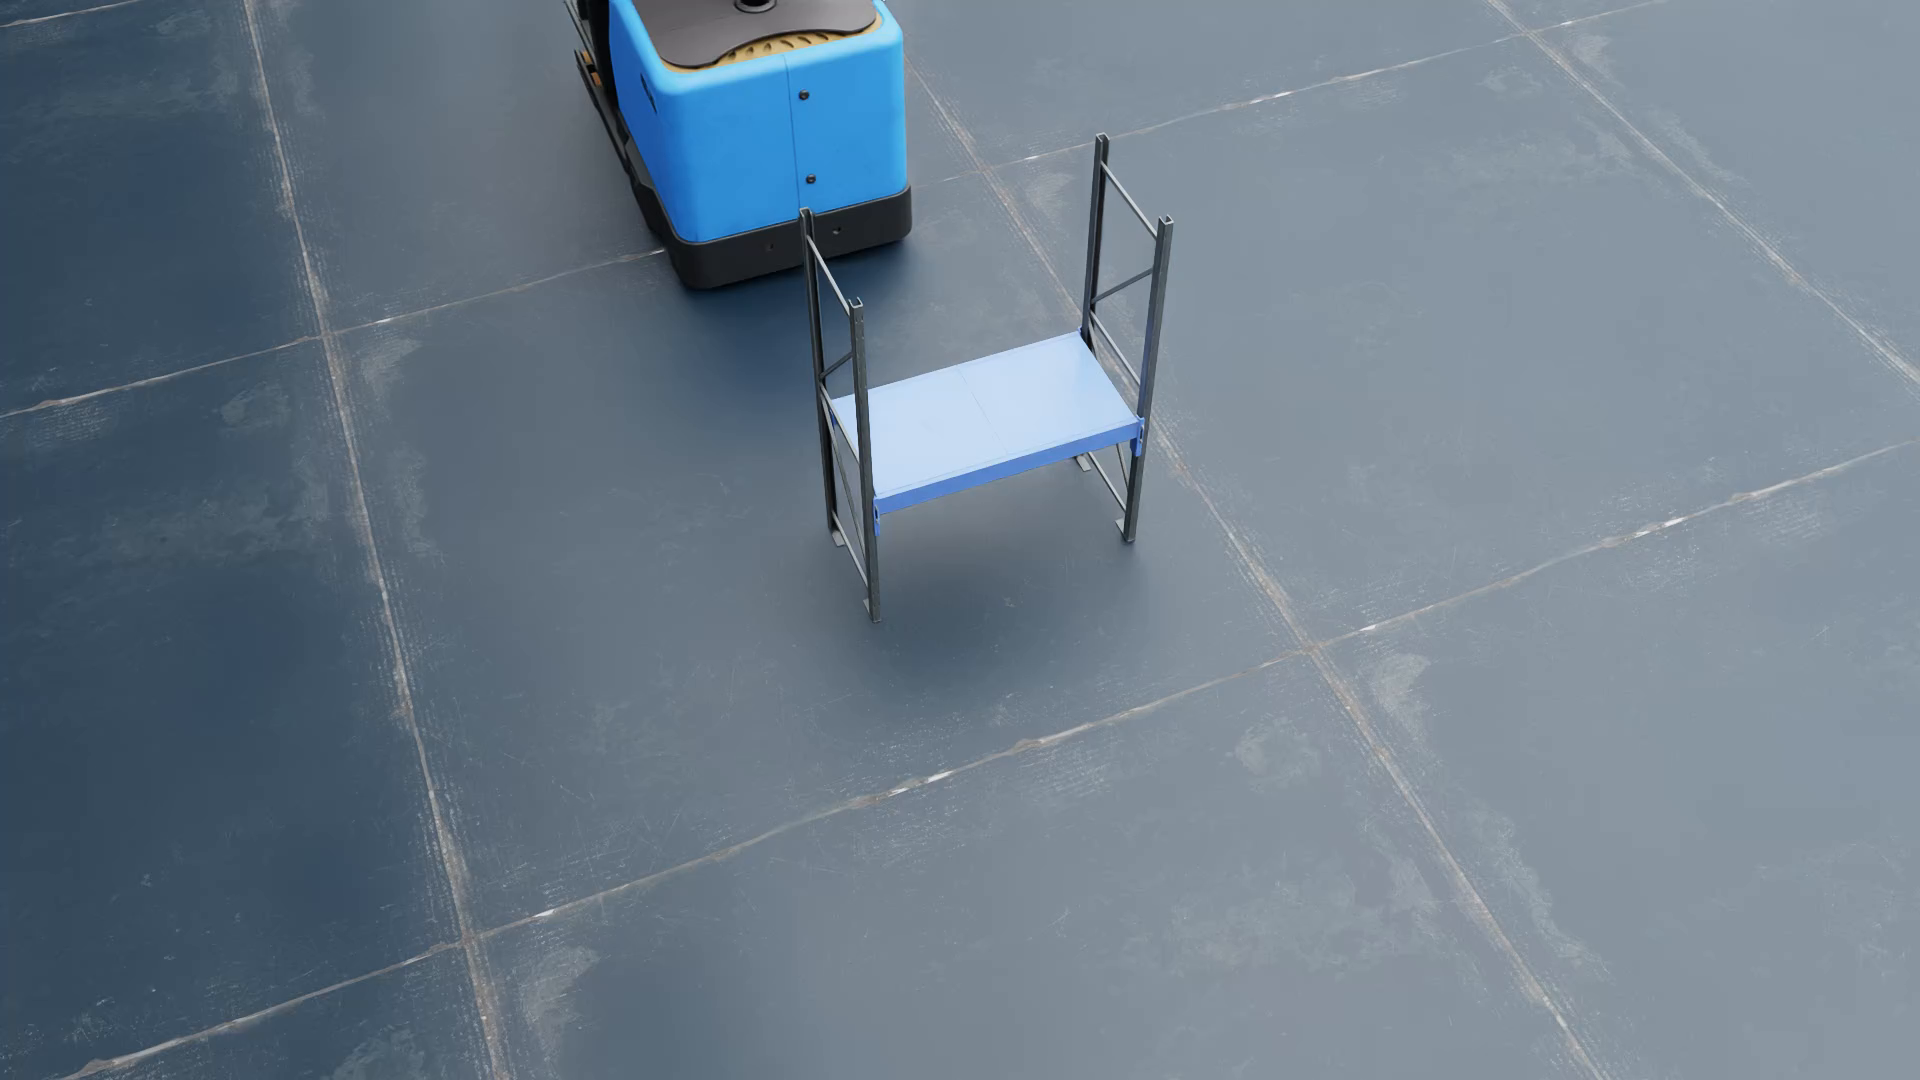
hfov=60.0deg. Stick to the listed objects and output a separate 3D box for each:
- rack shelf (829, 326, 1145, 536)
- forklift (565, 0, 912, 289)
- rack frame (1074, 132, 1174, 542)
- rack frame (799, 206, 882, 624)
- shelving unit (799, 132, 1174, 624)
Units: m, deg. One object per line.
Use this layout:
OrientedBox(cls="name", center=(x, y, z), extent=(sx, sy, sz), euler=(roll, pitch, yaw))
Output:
OrientedBox(cls="rack shelf", center=(0.079, -0.396, 5.839), extent=(1.000, 0.185, 0.538), euler=(-17, 52, -14))
OrientedBox(cls="forklift", center=(-1.233, -3.165, 7.036), extent=(1.130, 2.935, 3.031), euler=(-17, 51, -14))
OrientedBox(cls="rack frame", center=(0.550, -0.659, 5.827), extent=(0.032, 1.500, 0.500), euler=(-17, 52, -14))
OrientedBox(cls="rack frame", center=(-0.392, -0.367, 5.577), extent=(0.032, 1.500, 0.500), euler=(-17, 52, -14))
OrientedBox(cls="shelving unit", center=(0.079, -0.513, 5.702), extent=(1.048, 1.500, 0.538), euler=(-17, 52, -14))
